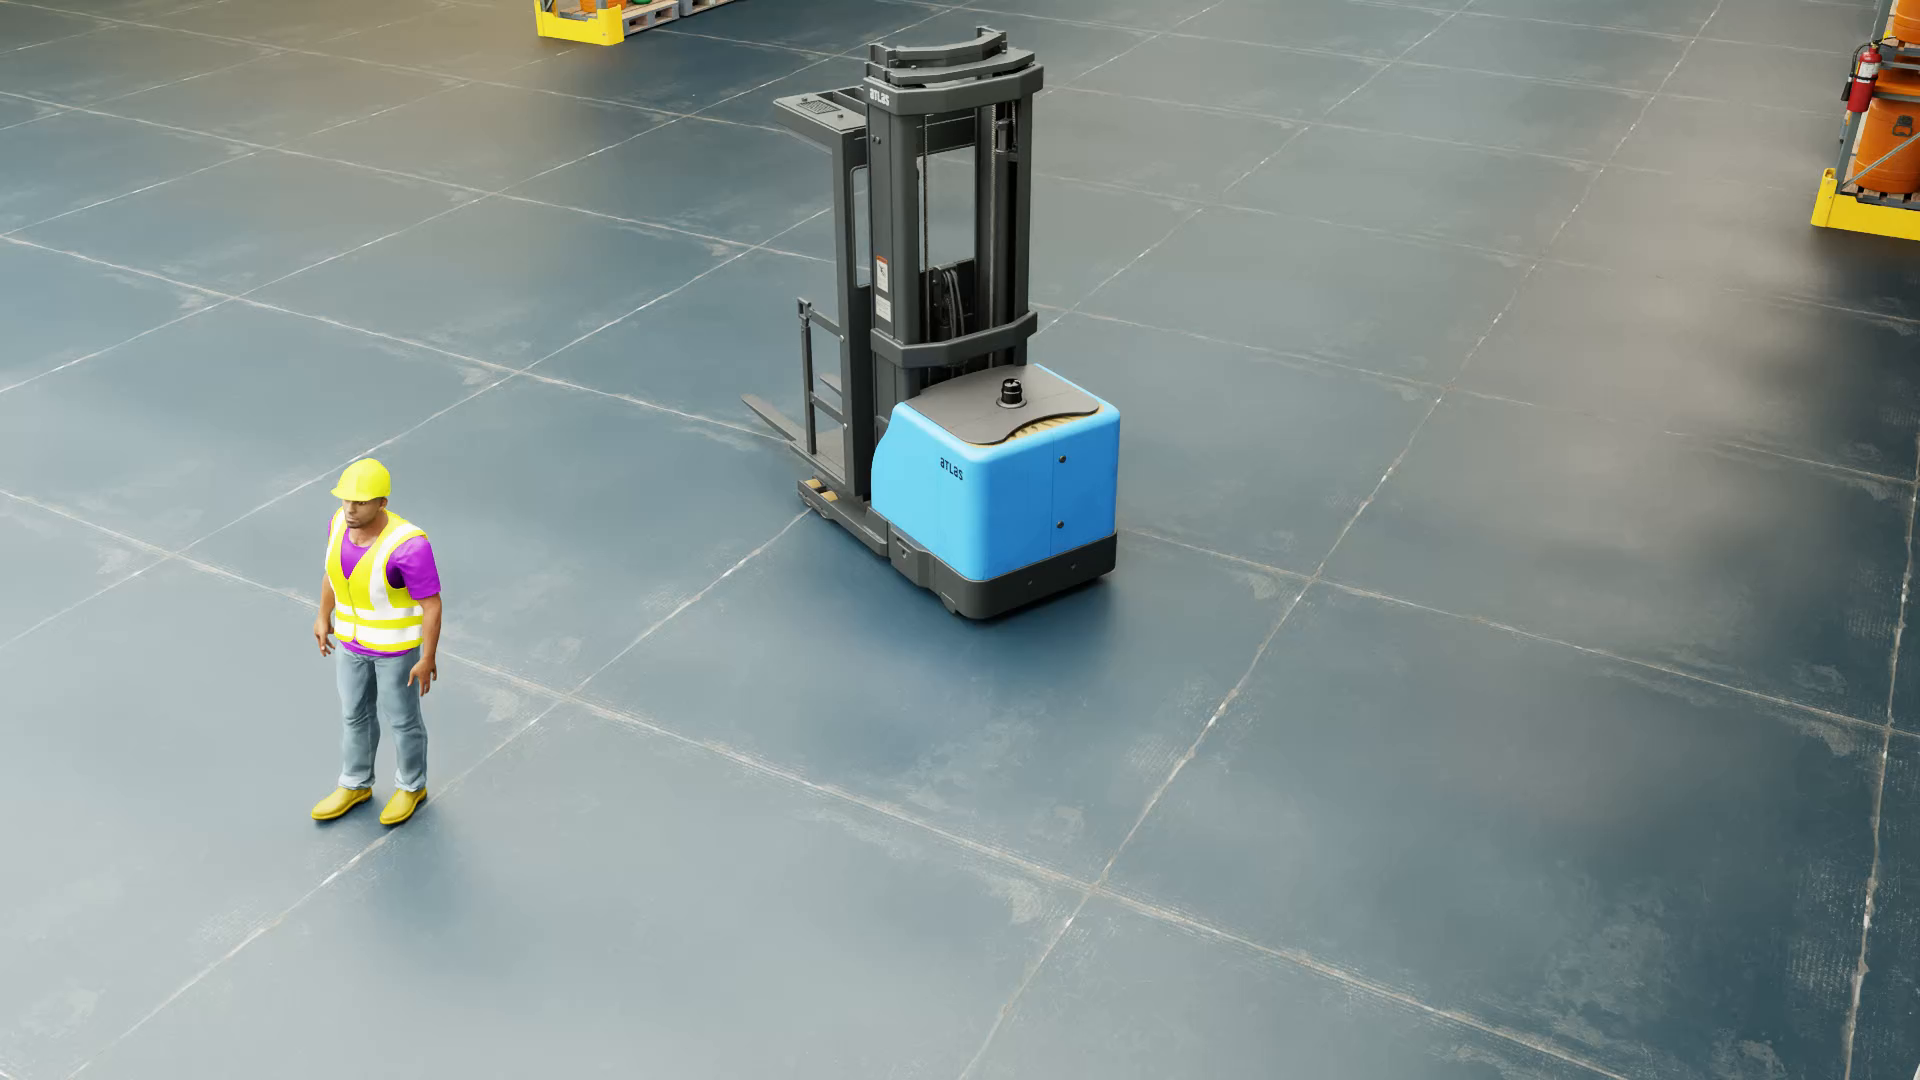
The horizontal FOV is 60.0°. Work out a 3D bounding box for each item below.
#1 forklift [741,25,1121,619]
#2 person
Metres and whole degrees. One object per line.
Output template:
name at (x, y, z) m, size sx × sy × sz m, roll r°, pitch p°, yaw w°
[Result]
forklift at (-0.351, -1.524, 9.712) m, size 1.130 × 2.935 × 3.031 m, roll -19°, pitch 35°, yaw -29°
person at (-2.630, 0.478, 7.393) m, size 0.665 × 1.765 × 0.577 m, roll 14°, pitch 33°, yaw 22°
